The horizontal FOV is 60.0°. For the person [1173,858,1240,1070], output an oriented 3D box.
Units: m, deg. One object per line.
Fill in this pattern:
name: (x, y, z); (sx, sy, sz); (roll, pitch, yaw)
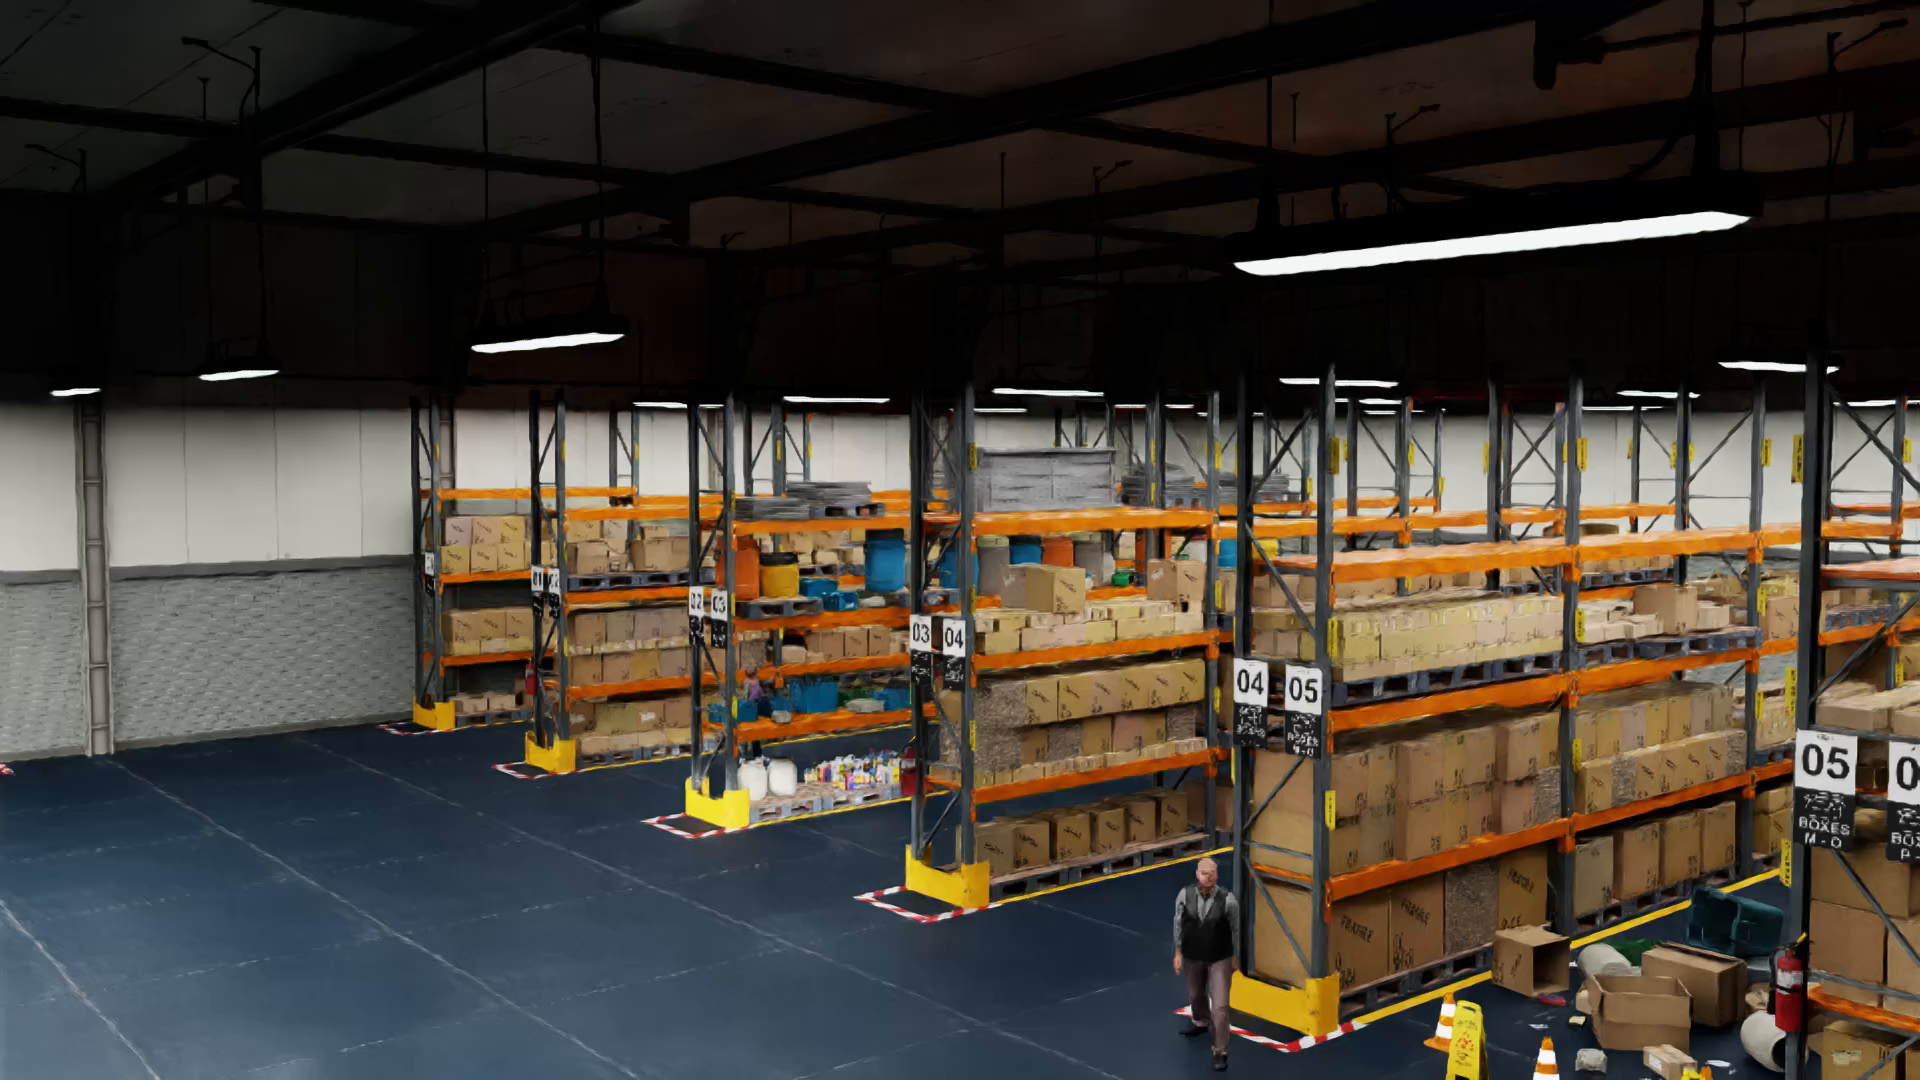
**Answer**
person: (2.048, 3.488, 13.953); (0.574, 1.680, 0.932); (1, 4, 24)

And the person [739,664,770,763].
person: (-3.302, 2.785, 26.599); (0.419, 1.588, 0.504); (1, 4, 23)
